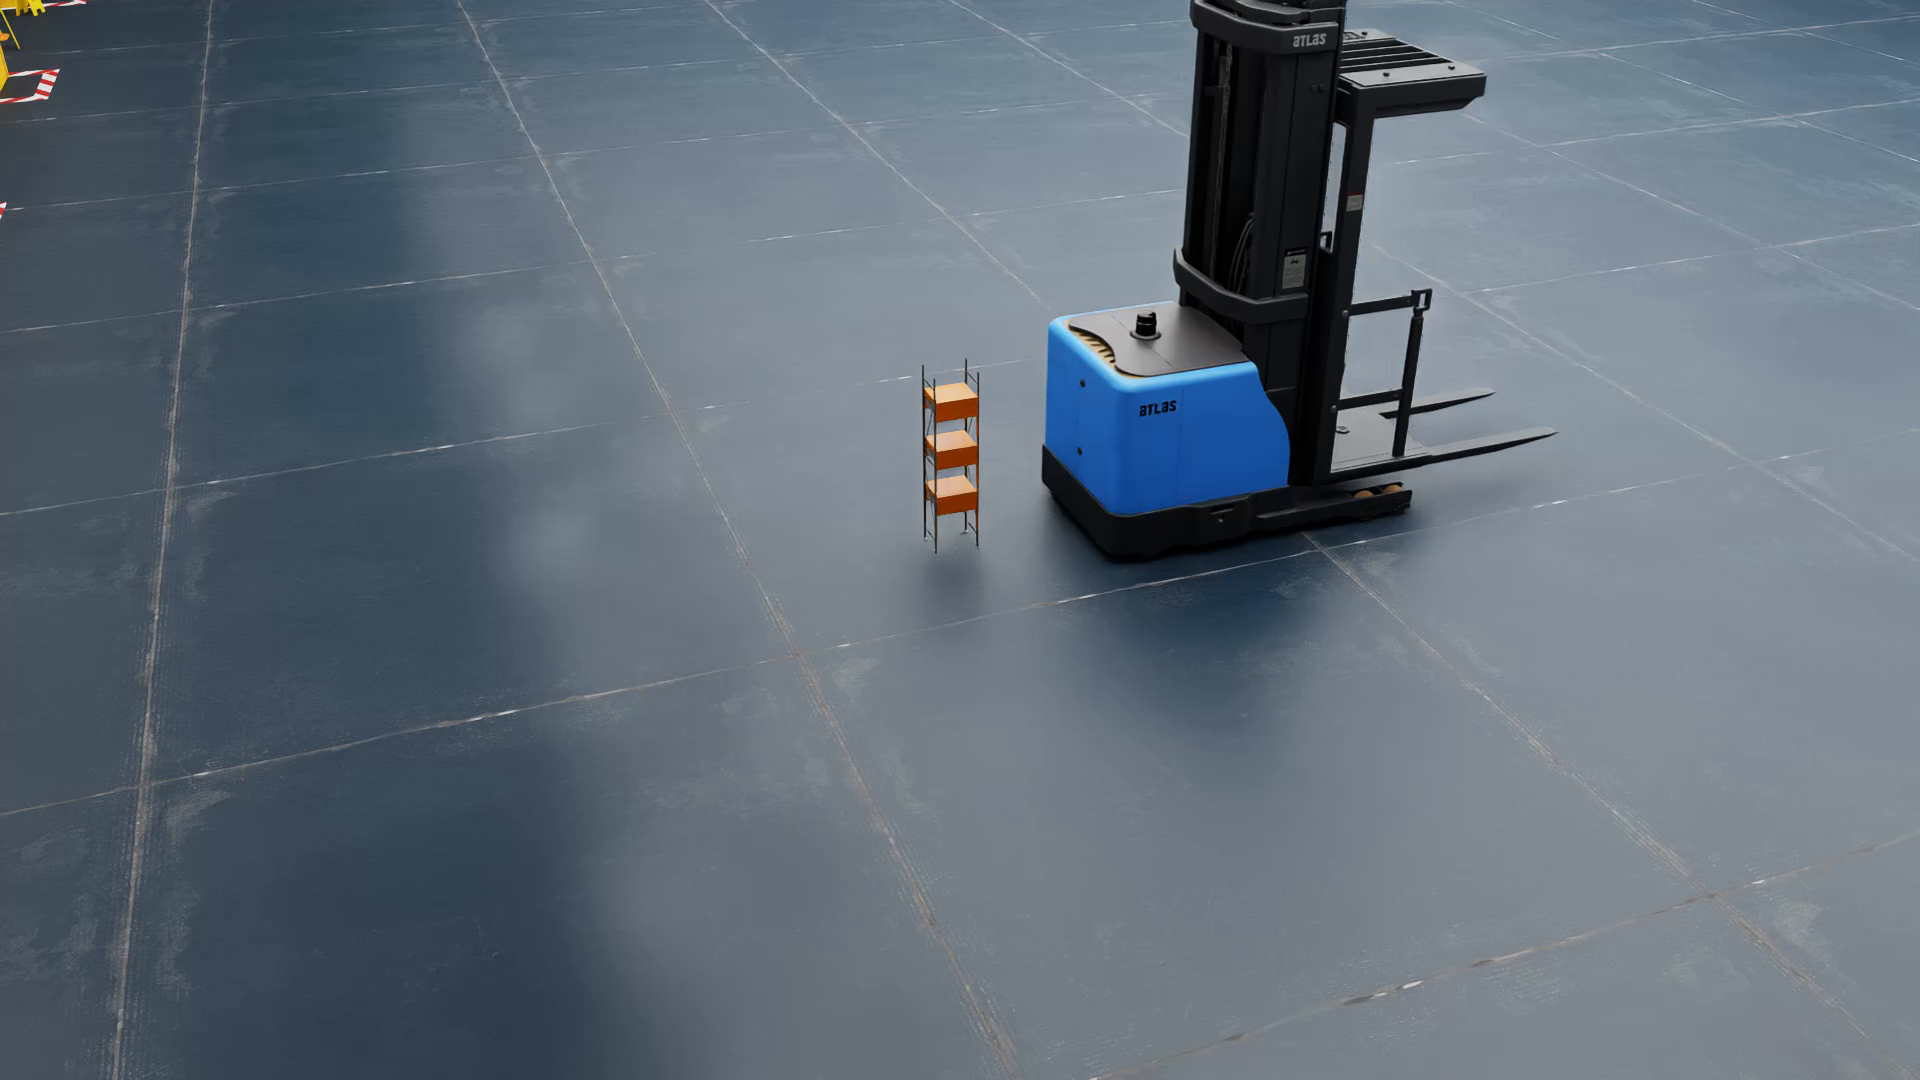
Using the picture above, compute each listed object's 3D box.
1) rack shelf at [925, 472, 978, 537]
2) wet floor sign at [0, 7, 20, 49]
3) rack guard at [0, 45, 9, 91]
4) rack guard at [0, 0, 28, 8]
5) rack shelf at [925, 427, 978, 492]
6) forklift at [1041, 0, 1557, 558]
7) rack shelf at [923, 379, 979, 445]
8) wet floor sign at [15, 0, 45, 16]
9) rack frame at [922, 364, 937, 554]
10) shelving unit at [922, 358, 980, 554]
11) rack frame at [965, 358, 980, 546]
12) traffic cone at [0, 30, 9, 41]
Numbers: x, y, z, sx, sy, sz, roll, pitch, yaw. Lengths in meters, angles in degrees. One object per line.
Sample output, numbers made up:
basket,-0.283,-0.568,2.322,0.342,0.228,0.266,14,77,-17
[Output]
rack shelf,-0.050,-0.196,9.149,0.240,0.259,0.215,-10,31,-18
wet floor sign,-11.060,-5.997,19.158,0.232,0.644,0.267,-16,33,-26
rack guard,-10.374,-5.015,17.580,0.348,0.500,1.175,-10,31,-18
rack guard,-12.289,-7.277,21.550,0.348,0.500,1.175,-10,31,-18
rack shelf,-0.050,-0.438,9.012,0.240,0.259,0.215,-10,31,-18
forklift,2.049,-1.618,9.162,3.031,2.935,1.130,-11,31,-18
rack shelf,-0.050,-0.684,8.871,0.240,0.259,0.215,-10,31,-18
wet floor sign,-11.666,-6.889,20.723,0.232,0.644,0.267,0,30,0
rack frame,-0.164,-0.426,8.970,0.008,1.050,0.200,-10,31,-18
shelving unit,-0.050,-0.447,9.006,0.252,1.050,0.215,-10,31,-18
rack frame,0.064,-0.468,9.043,0.008,1.050,0.200,-10,31,-18
traffic cone,-11.465,-6.145,19.600,0.334,0.463,0.336,-10,31,-18
